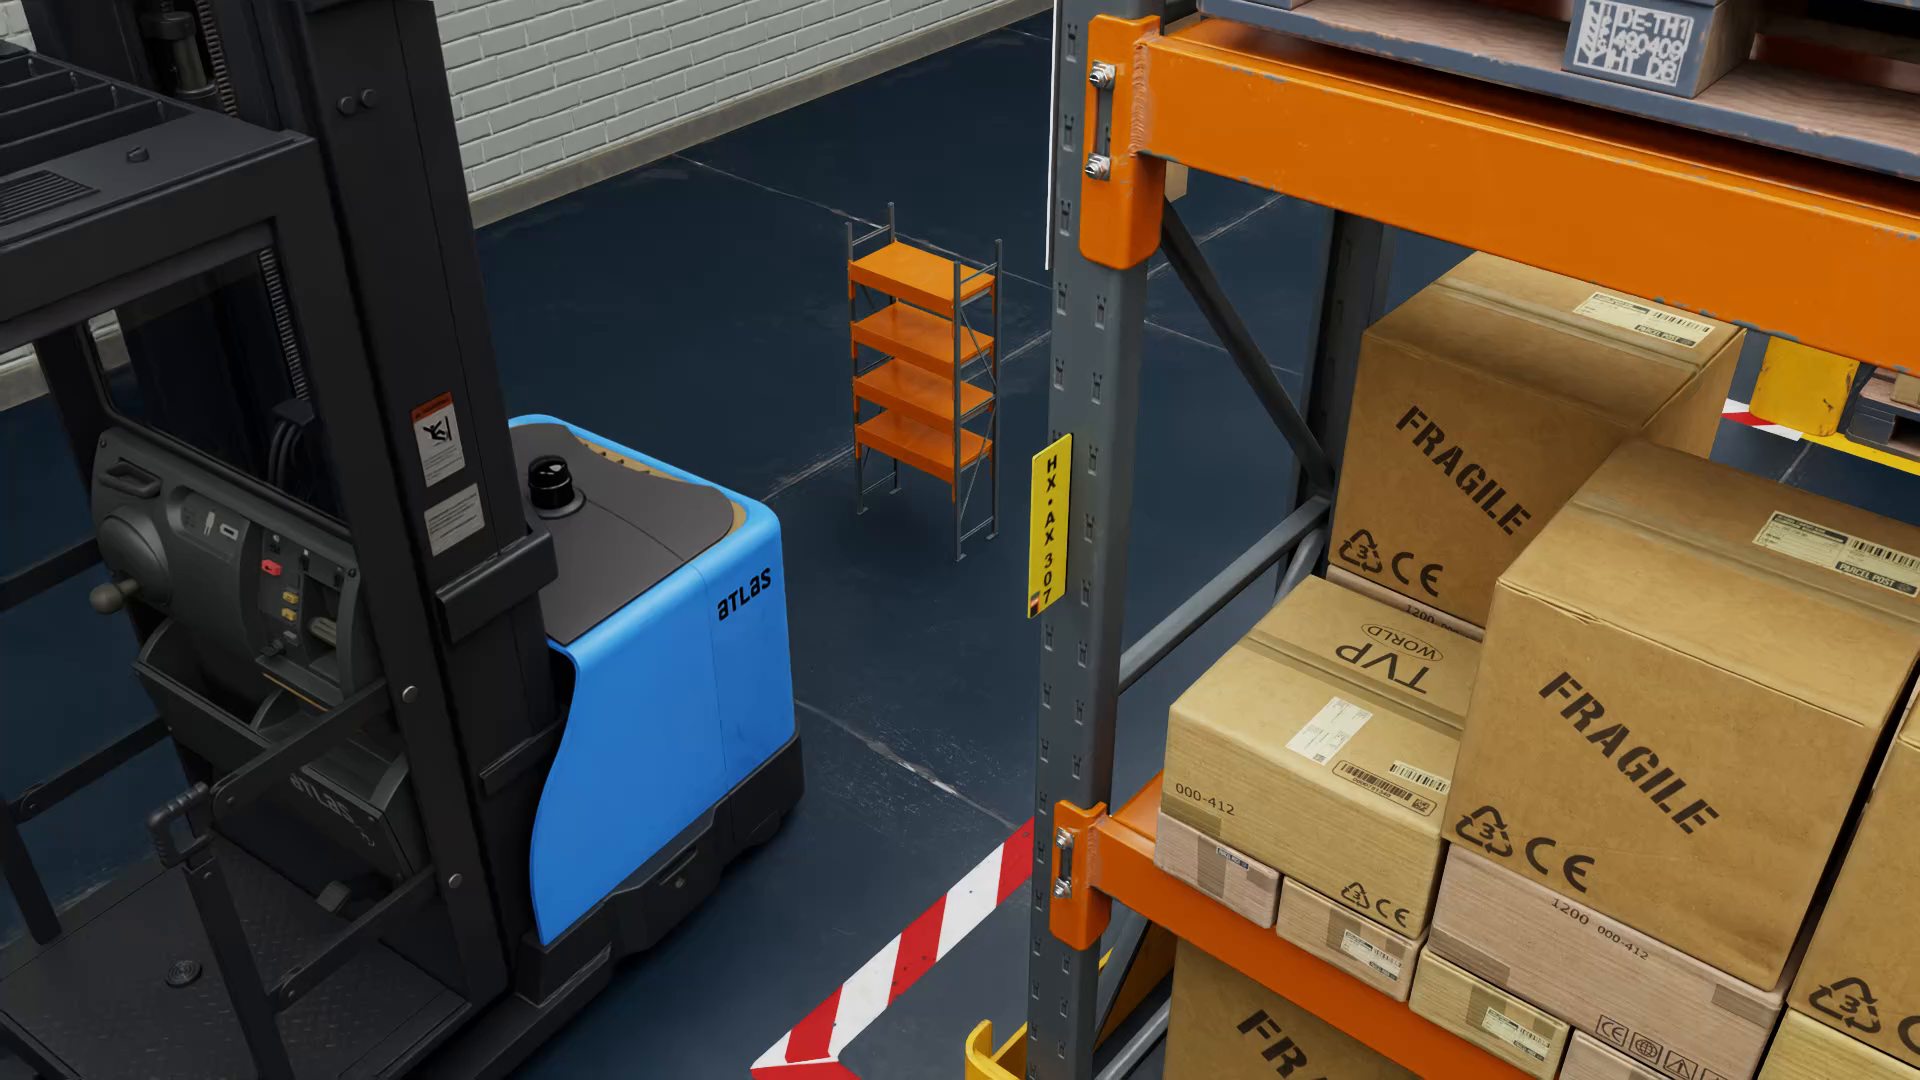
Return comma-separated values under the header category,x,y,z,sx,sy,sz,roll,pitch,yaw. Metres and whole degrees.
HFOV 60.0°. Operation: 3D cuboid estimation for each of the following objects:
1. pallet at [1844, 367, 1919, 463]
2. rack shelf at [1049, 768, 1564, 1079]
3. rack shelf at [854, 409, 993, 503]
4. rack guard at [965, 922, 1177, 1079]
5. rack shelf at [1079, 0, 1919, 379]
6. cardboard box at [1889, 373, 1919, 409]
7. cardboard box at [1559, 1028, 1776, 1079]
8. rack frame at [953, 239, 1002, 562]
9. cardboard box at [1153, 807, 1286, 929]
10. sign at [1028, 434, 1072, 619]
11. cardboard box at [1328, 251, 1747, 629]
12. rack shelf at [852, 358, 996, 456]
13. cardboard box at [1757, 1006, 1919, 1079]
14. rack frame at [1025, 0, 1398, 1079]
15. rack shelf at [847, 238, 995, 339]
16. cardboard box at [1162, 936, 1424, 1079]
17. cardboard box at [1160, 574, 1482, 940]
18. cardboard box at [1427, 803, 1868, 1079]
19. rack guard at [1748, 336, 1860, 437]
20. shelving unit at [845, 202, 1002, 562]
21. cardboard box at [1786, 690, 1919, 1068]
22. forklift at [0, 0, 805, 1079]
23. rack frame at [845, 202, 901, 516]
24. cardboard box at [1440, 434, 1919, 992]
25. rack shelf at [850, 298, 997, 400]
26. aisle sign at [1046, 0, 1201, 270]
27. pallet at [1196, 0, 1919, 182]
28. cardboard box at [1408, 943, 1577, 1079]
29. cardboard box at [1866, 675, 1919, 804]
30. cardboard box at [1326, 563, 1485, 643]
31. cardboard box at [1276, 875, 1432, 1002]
category,x,y,z,sx,sy,sz,roll,pitch,yaw
pallet,4.421,-0.504,6.797,1.213,0.211,1.003,25,42,32
rack shelf,2.047,1.152,2.559,4.000,0.370,1.077,25,42,32
rack shelf,-0.127,-0.335,6.148,0.480,0.148,0.258,25,42,32
rack guard,0.491,1.152,4.130,0.348,0.500,1.175,25,42,32
rack shelf,2.047,-0.085,1.710,4.000,0.370,1.077,25,42,32
cardboard box,3.959,-0.660,6.708,0.250,0.149,0.380,26,42,33
cardboard box,1.168,0.785,2.679,0.250,0.149,0.380,25,41,31
rack frame,0.060,-0.466,5.869,0.015,1.200,0.240,25,42,32
cardboard box,0.571,0.506,3.085,0.250,0.149,0.380,26,42,32
sign,0.150,-0.020,2.794,0.005,0.325,0.100,25,42,32
cardboard box,1.052,-0.177,3.066,0.500,0.500,0.500,26,42,32
rack shelf,-0.127,-0.499,6.036,0.480,0.148,0.258,25,42,32
cardboard box,1.493,0.730,2.407,0.500,0.250,0.500,24,41,30
rack frame,0.510,0.131,3.410,0.127,3.000,1.000,25,42,32
rack shelf,-0.127,-0.878,5.775,0.480,0.148,0.258,25,42,32
cardboard box,1.053,1.030,3.606,0.875,0.875,0.875,25,42,32
cardboard box,0.706,0.361,2.944,0.500,0.250,0.500,24,41,31
cardboard box,1.110,0.547,2.674,0.500,0.250,0.500,25,41,31
rack guard,3.819,-0.933,7.167,0.348,0.500,1.175,25,42,32
shelving unit,-0.127,-0.555,5.998,0.503,1.200,0.258,25,42,32
cardboard box,1.492,0.418,2.199,0.500,0.500,0.500,24,41,31
forklift,-1.728,0.120,3.486,1.130,2.935,3.031,22,40,28
rack frame,-0.315,-0.643,6.126,0.015,1.200,0.240,25,42,32
cardboard box,1.090,0.233,2.468,0.500,0.500,0.500,24,41,31
rack shelf,-0.127,-0.683,5.909,0.480,0.148,0.258,25,42,32
aisle sign,0.262,-0.837,2.522,0.004,0.787,0.394,25,42,32
pallet,1.087,-0.805,2.201,1.213,0.211,1.003,25,42,32
cardboard box,0.966,0.691,2.816,0.250,0.149,0.380,24,41,31
cardboard box,1.441,0.314,3.013,0.500,0.250,0.500,24,41,31
cardboard box,1.052,0.130,3.281,0.500,0.250,0.500,25,41,31
cardboard box,0.769,0.599,2.951,0.250,0.149,0.380,25,41,31
